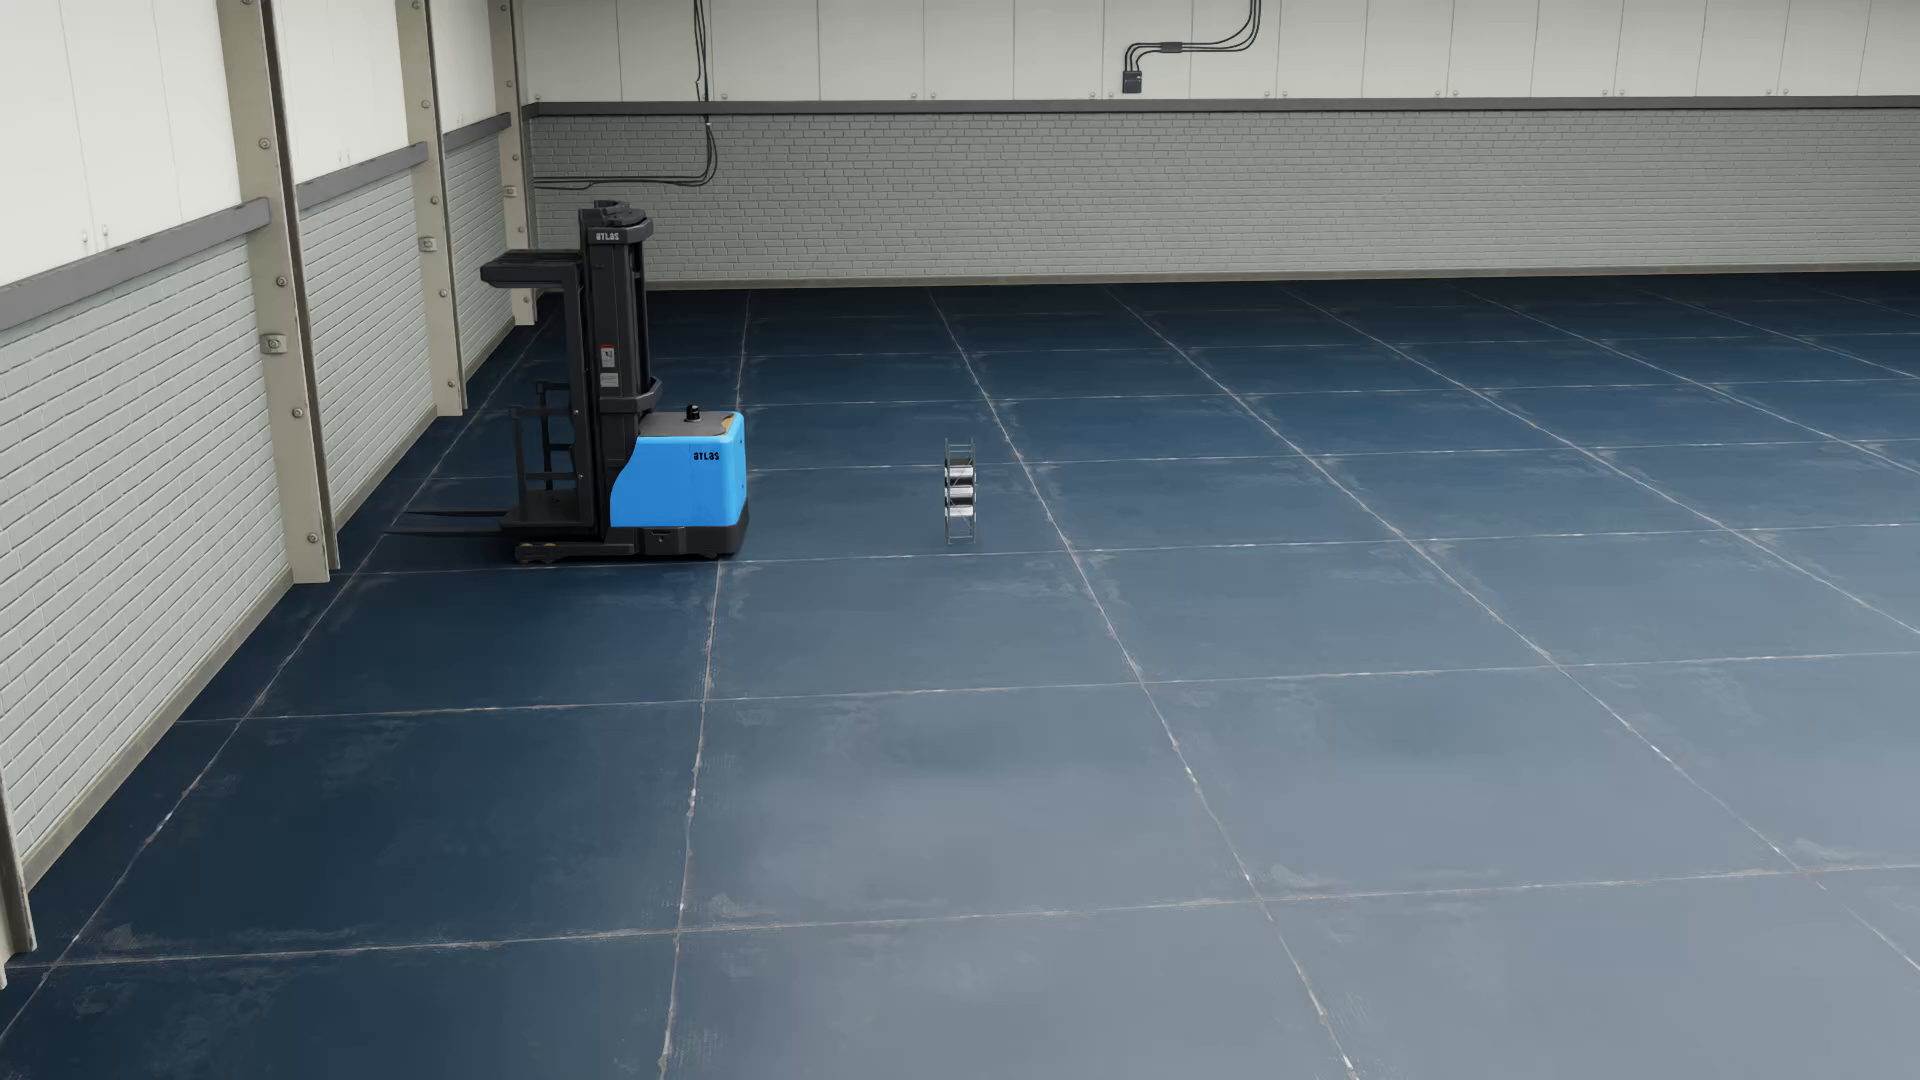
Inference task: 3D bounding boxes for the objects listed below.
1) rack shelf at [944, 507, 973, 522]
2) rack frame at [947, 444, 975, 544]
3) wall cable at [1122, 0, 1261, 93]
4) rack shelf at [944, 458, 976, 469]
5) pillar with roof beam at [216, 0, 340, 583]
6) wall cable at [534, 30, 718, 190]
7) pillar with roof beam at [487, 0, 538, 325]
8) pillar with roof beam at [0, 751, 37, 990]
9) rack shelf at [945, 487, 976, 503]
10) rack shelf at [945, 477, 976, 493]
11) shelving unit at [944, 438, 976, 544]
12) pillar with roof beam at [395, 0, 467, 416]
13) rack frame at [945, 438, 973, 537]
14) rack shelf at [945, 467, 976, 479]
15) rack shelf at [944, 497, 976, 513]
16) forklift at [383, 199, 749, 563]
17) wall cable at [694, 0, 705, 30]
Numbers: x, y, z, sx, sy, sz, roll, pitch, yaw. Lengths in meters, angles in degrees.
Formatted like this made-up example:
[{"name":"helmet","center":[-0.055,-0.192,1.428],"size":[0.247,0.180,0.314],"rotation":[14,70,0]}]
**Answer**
[{"name":"rack shelf","center":[0.001,-0.223,14.598],"size":[0.258,0.077,0.200],"rotation":[-2,18,-6]},{"name":"rack frame","center":[0.011,-0.397,14.438],"size":[0.240,0.900,0.006],"rotation":[-2,18,-6]},{"name":"wall cable","center":[3.885,-10.408,27.127],"size":[2.305,6.003,0.169],"rotation":[-2,18,-6]},{"name":"rack shelf","center":[0.001,-0.653,14.464],"size":[0.258,0.077,0.200],"rotation":[-2,18,-6]},{"name":"pillar with roof beam","center":[-1.051,-4.136,12.827],"size":[9.100,9.000,0.400],"rotation":[-2,18,-6]},{"name":"wall cable","center":[-5.559,-7.015,27.182],"size":[3.097,2.526,0.112],"rotation":[-2,18,-6]},{"name":"pillar with roof beam","center":[-2.288,-7.711,24.215],"size":[9.100,9.000,0.400],"rotation":[-2,18,-6]},{"name":"pillar with roof beam","center":[-0.432,-2.348,7.133],"size":[9.100,9.000,0.400],"rotation":[-2,18,-6]},{"name":"rack shelf","center":[0.001,-0.395,14.545],"size":[0.258,0.077,0.200],"rotation":[-2,18,-6]},{"name":"rack shelf","center":[0.001,-0.481,14.518],"size":[0.258,0.077,0.200],"rotation":[-2,18,-6]},{"name":"shelving unit","center":[0.001,-0.427,14.535],"size":[0.258,0.900,0.210],"rotation":[-2,18,-6]},{"name":"pillar with roof beam","center":[-1.670,-5.923,18.521],"size":[9.100,9.000,0.400],"rotation":[-2,18,-6]},{"name":"rack frame","center":[-0.010,-0.457,14.631],"size":[0.240,0.900,0.006],"rotation":[-2,18,-6]},{"name":"rack shelf","center":[0.001,-0.567,14.491],"size":[0.258,0.077,0.200],"rotation":[-2,18,-6]},{"name":"rack shelf","center":[0.001,-0.309,14.572],"size":[0.258,0.077,0.200],"rotation":[-2,18,-6]},{"name":"forklift","center":[-3.403,-1.363,14.125],"size":[3.031,2.935,1.130],"rotation":[0,17,-1]},{"name":"wall cable","center":[-2.868,-9.508,26.692],"size":[3.097,2.526,0.112],"rotation":[-2,18,-6]}]
